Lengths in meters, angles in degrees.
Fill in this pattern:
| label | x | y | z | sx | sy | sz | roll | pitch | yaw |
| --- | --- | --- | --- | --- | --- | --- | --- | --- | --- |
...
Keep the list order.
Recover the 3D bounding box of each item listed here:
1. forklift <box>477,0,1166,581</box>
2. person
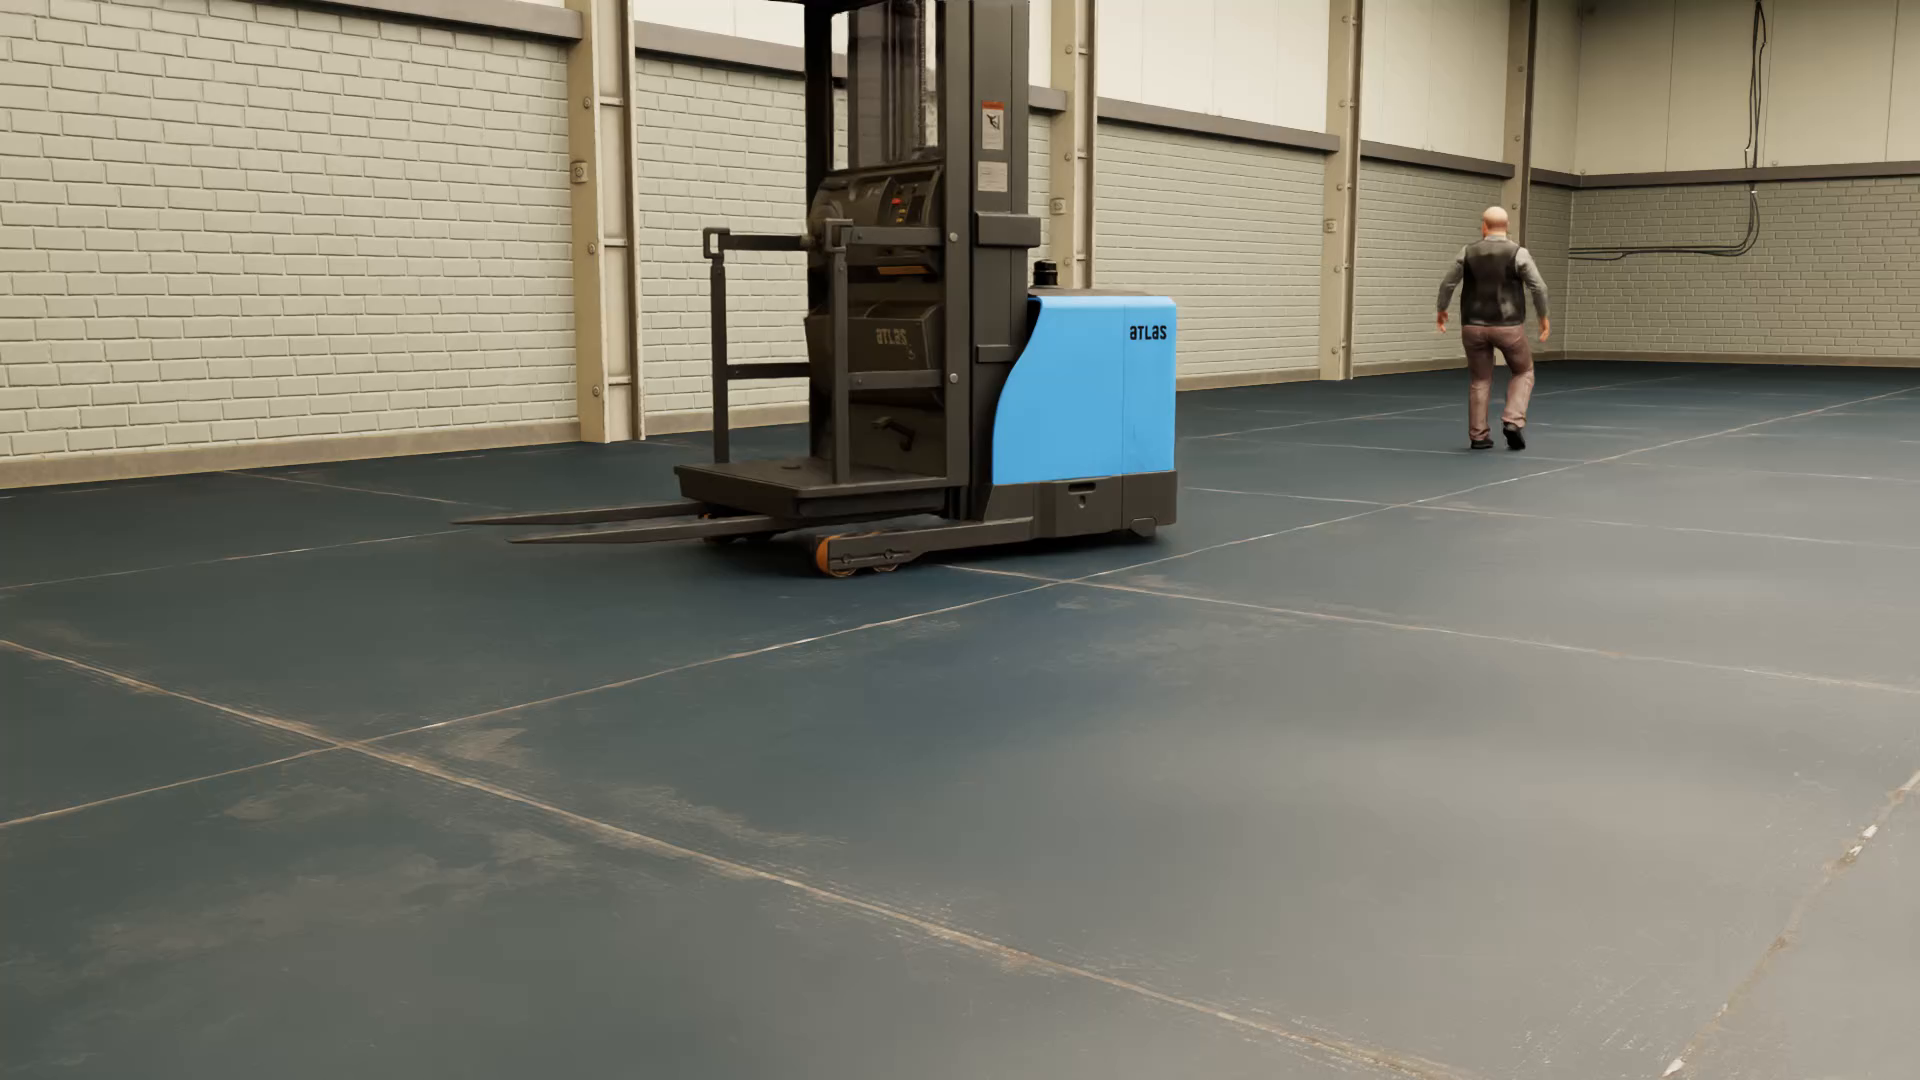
| label | x | y | z | sx | sy | sz | roll | pitch | yaw |
| --- | --- | --- | --- | --- | --- | --- | --- | --- | --- |
| forklift | -0.458 | -1.378 | 6.699 | 1.130 | 2.935 | 3.031 | 8 | 12 | 44 |
| person | 3.875 | -1.477 | 11.833 | 0.941 | 1.750 | 0.545 | 7 | 11 | 39 |
